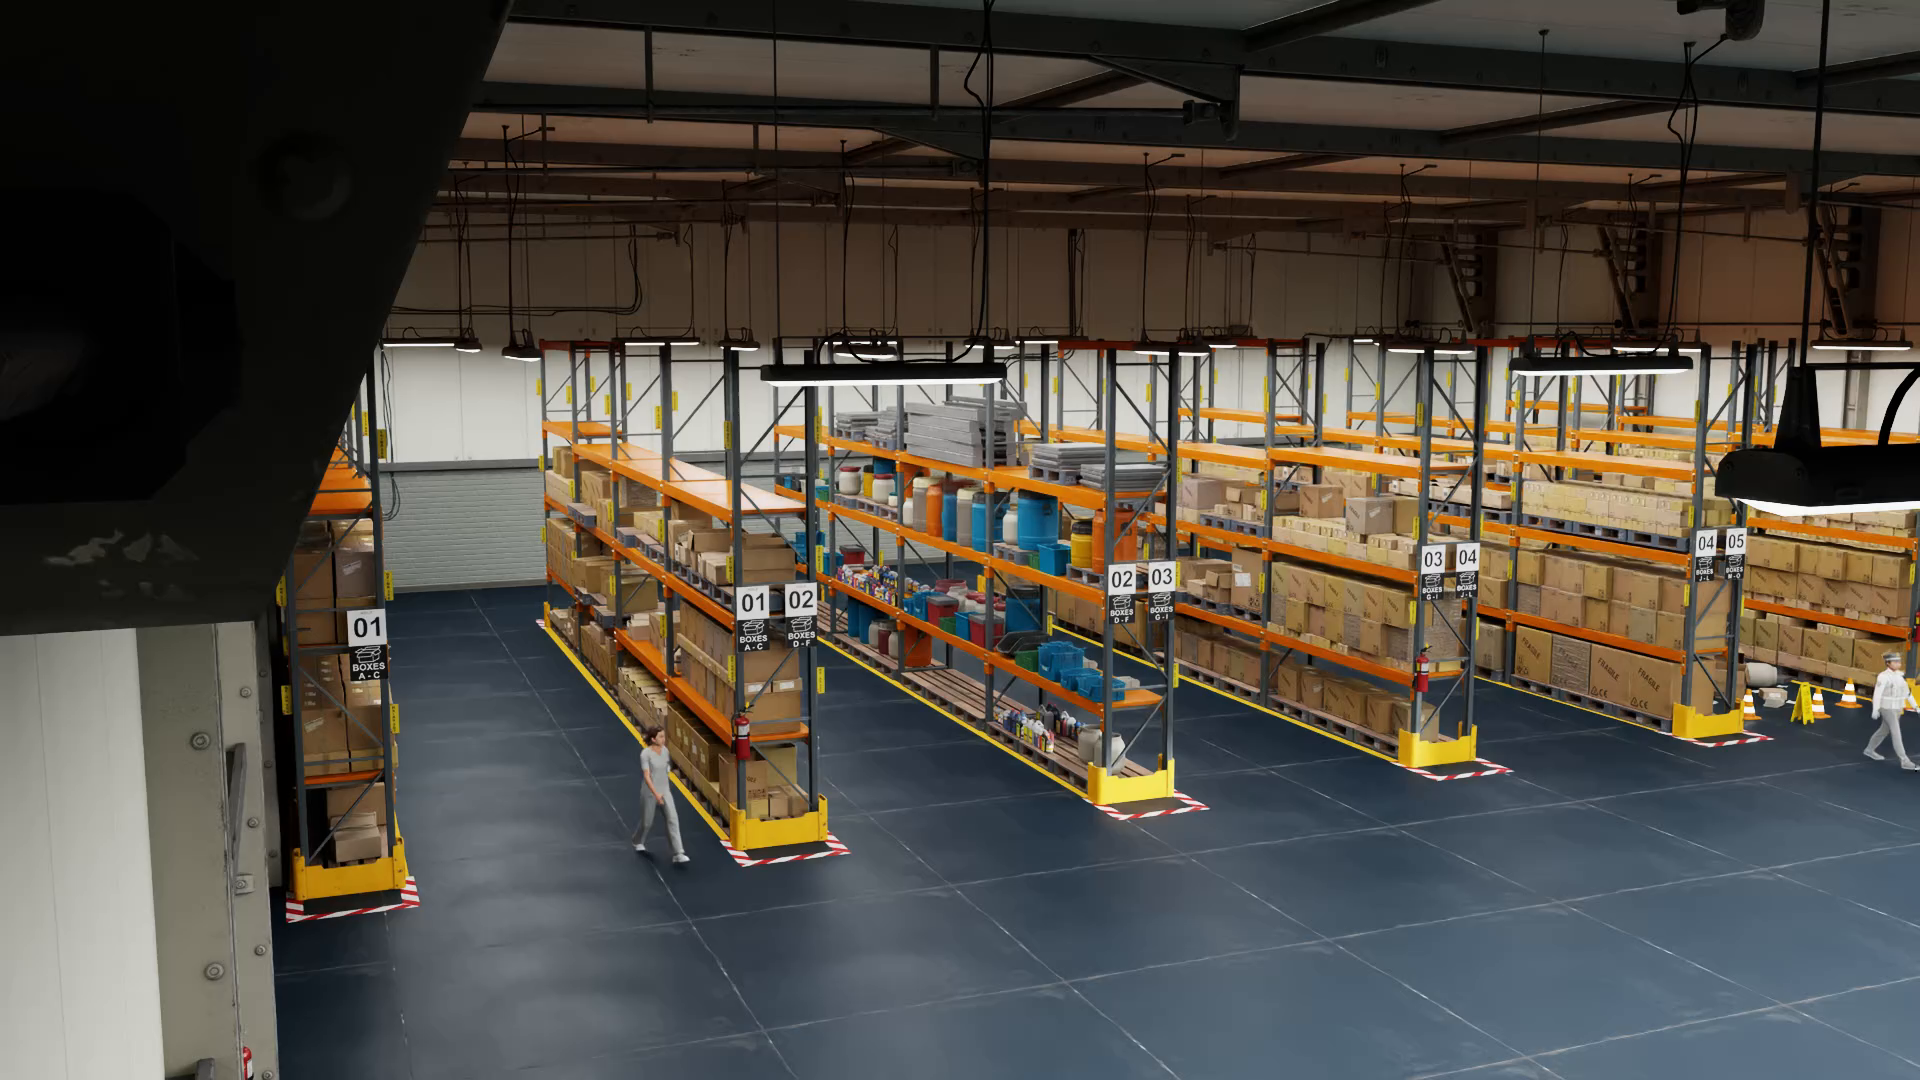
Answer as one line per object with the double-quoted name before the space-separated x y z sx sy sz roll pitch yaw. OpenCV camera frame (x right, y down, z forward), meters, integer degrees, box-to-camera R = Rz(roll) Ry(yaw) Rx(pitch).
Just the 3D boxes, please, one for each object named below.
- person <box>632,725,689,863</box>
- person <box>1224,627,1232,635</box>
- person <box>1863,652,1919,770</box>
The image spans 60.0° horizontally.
"person" -3.547 2.982 19.655 0.434 1.591 1.070 -6 10 -40
"person" 5.267 1.266 32.811 0.465 1.588 1.034 -3 8 -24
"person" 13.404 2.412 23.768 0.512 1.637 0.960 -4 8 -26
